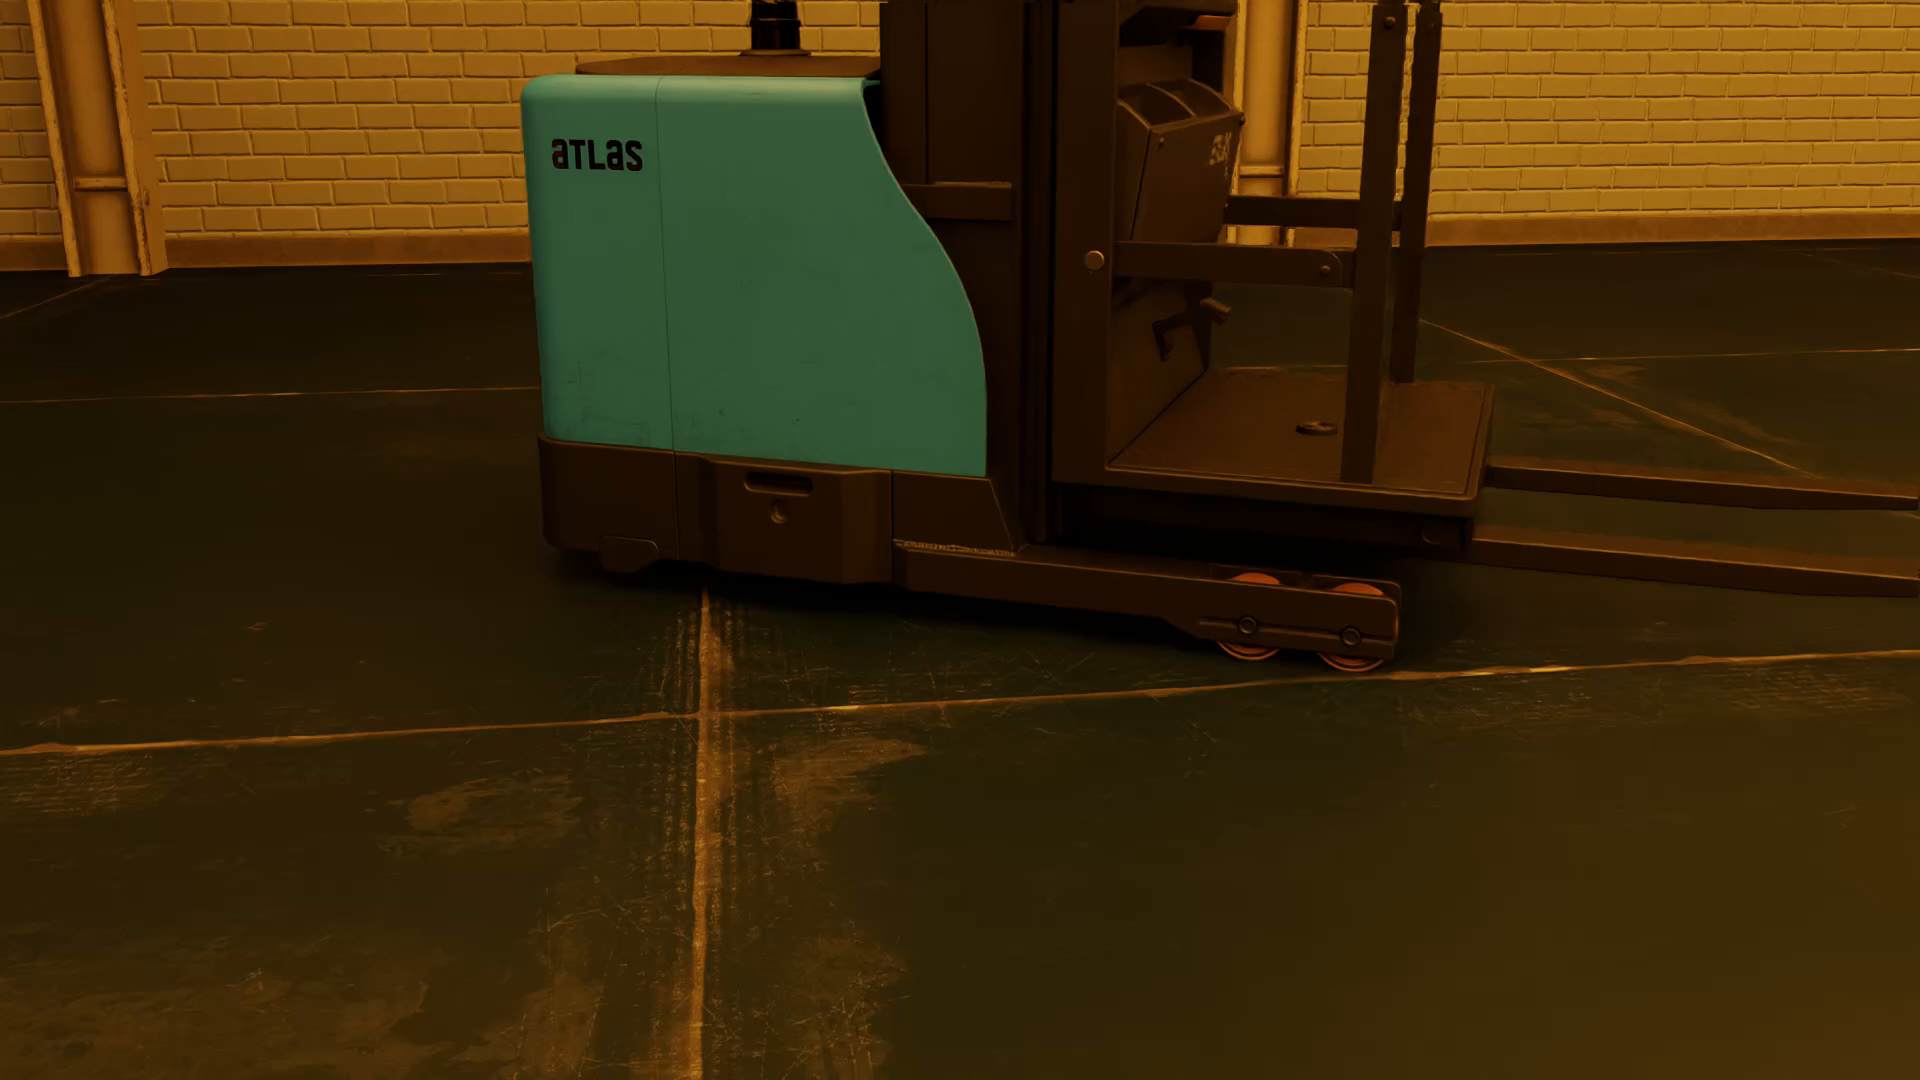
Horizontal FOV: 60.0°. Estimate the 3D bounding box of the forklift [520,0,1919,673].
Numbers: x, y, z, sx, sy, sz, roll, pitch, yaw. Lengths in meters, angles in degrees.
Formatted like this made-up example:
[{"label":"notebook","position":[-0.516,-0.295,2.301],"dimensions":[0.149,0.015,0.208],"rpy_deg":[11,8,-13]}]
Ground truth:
[{"label":"forklift","position":[0.643,-1.326,3.286],"dimensions":[3.031,2.935,1.130],"rpy_deg":[6,18,18]}]
